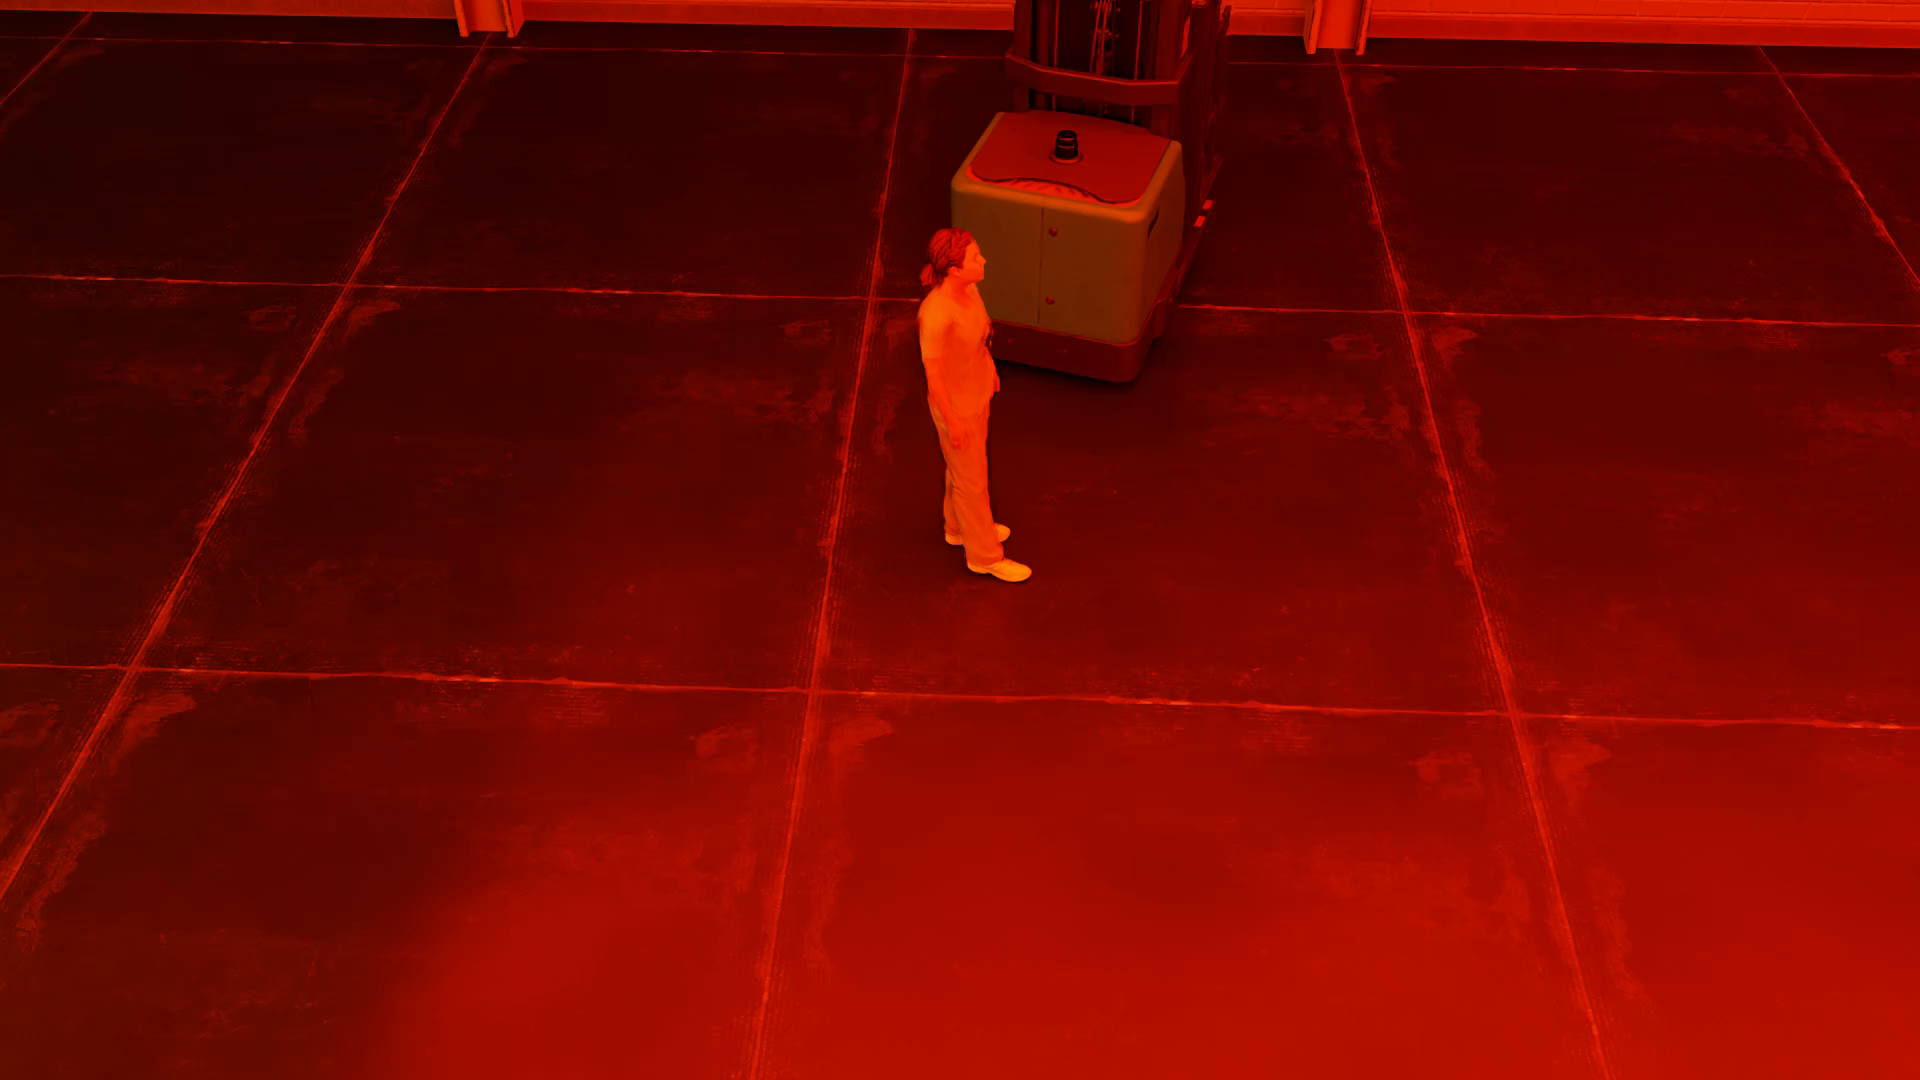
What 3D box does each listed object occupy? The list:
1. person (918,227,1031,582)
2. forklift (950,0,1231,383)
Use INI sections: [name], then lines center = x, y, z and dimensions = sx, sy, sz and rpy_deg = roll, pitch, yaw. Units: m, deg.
[person]
center = 0.109, -0.596, 7.324
dimensions = 0.570, 1.667, 0.533
rpy_deg = 13, 44, 14
[forklift]
center = 0.902, -2.914, 8.934
dimensions = 1.130, 2.935, 3.031
rpy_deg = 13, 44, 14
